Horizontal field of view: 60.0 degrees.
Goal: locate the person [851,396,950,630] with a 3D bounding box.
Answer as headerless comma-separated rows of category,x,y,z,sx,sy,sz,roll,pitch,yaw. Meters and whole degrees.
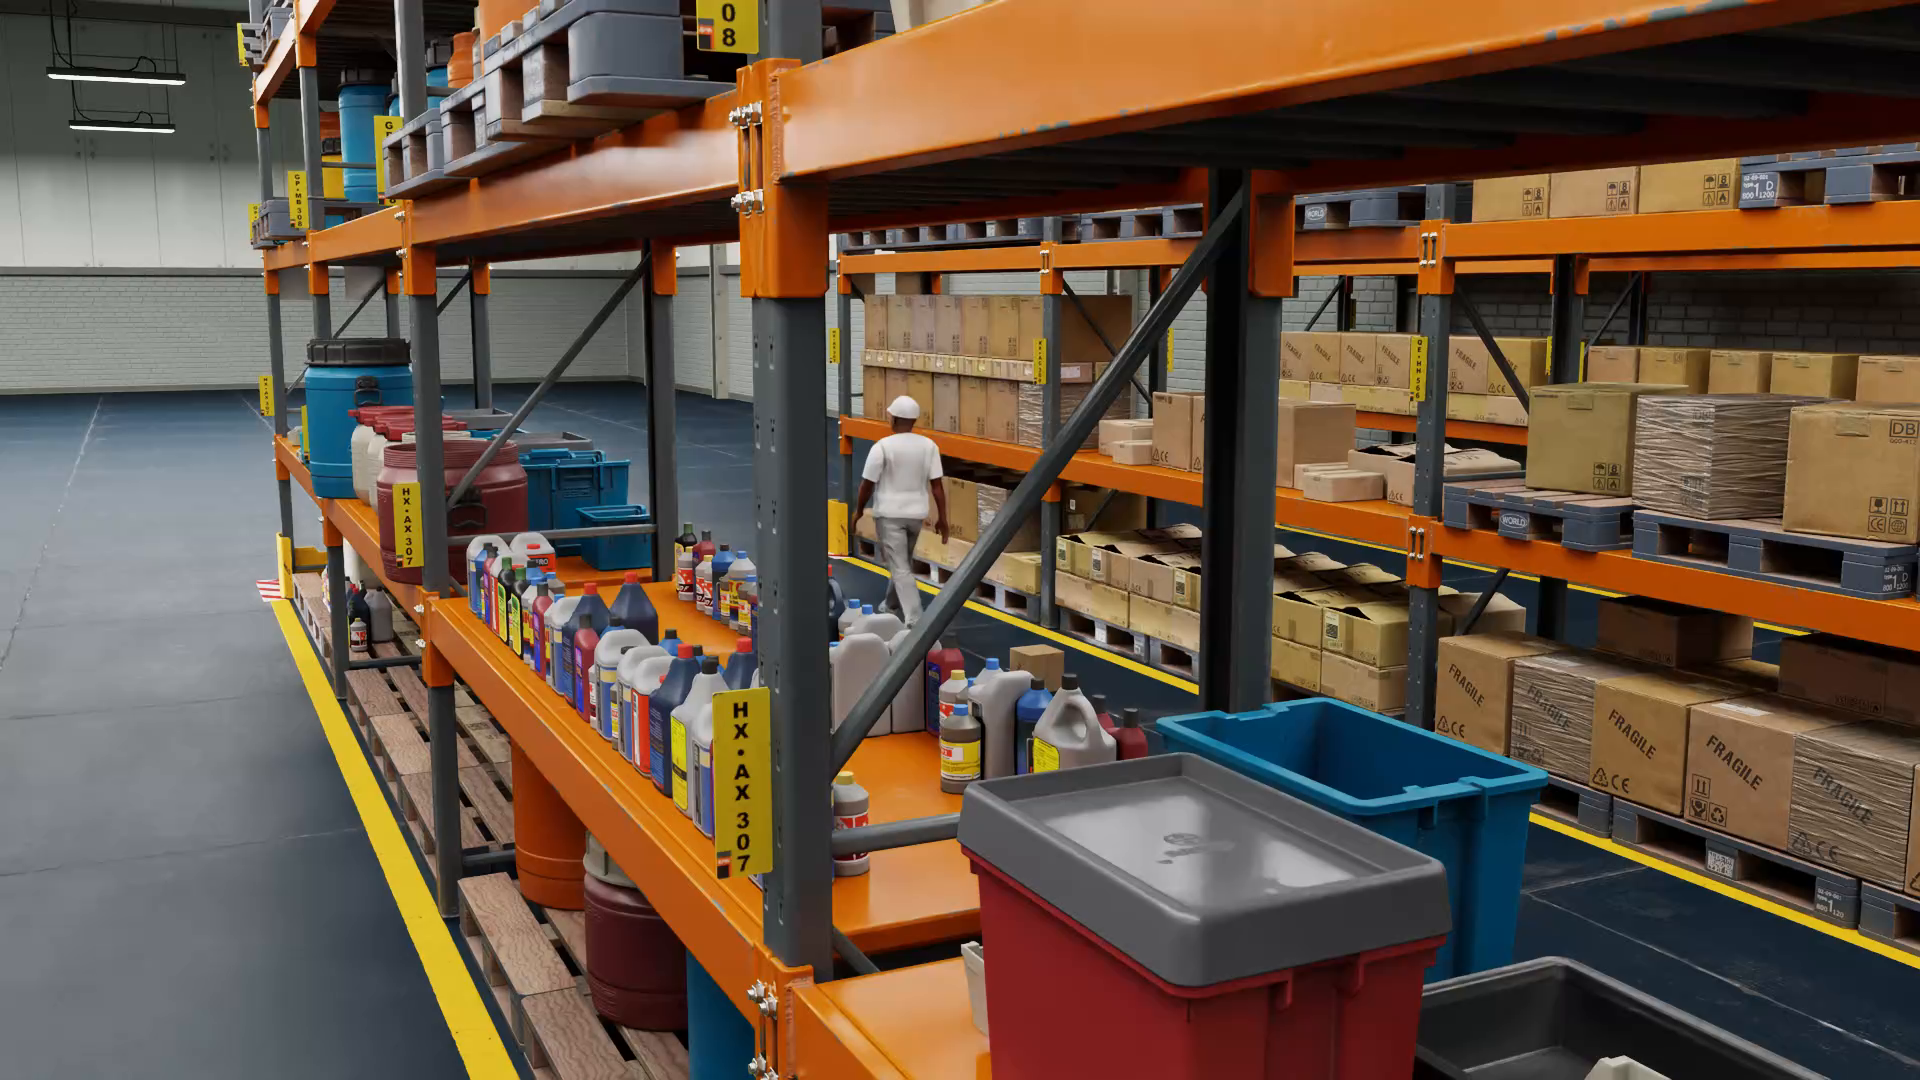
person,-0.456,-0.193,12.072,0.607,1.712,1.084,-5,10,-30
